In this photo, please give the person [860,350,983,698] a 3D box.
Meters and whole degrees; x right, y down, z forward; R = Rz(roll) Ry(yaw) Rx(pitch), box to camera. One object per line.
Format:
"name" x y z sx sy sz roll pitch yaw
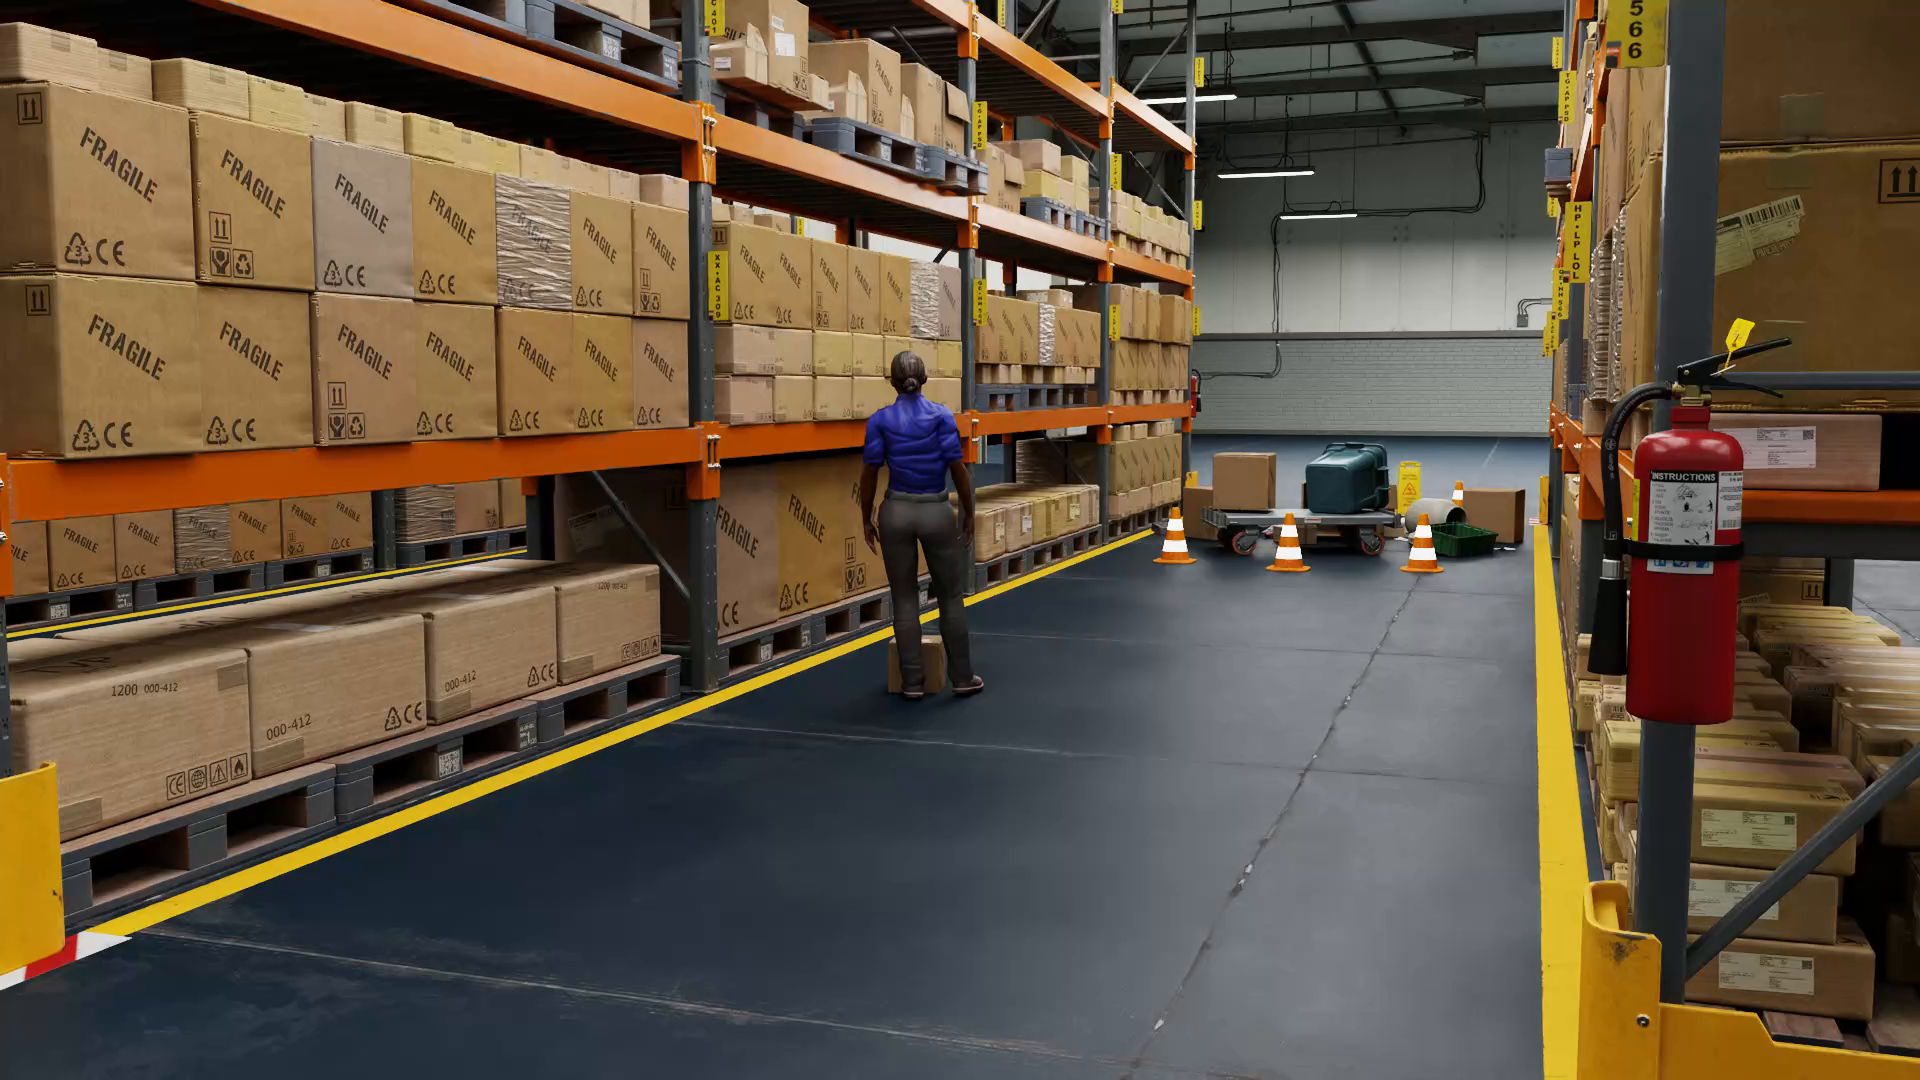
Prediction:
"person" -0.182 -0.075 7.985 0.569 1.657 0.502 0 5 5
